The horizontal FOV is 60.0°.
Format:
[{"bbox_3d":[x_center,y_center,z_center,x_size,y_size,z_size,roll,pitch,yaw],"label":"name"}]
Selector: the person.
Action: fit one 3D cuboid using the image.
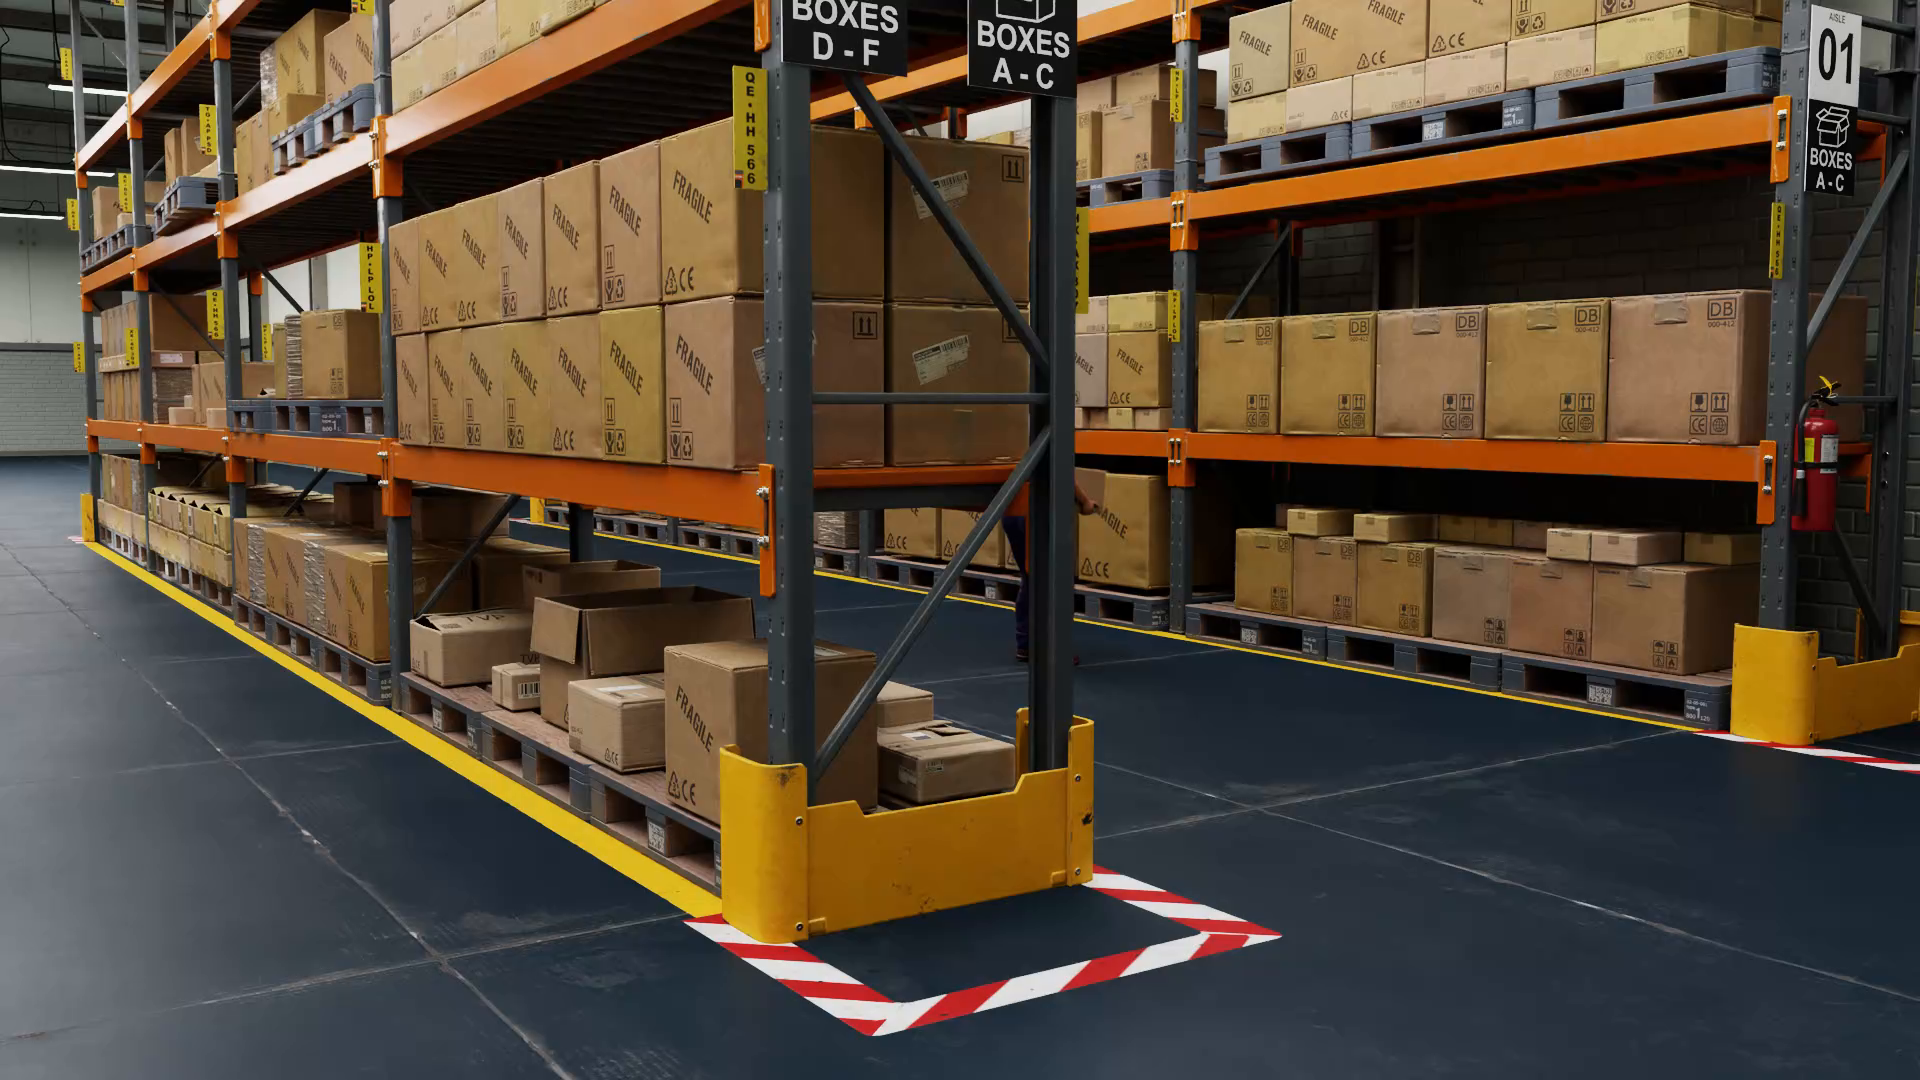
[{"bbox_3d":[0.507,-0.110,9.558,0.522,1.634,0.452,-3,6,-34],"label":"person"}]
